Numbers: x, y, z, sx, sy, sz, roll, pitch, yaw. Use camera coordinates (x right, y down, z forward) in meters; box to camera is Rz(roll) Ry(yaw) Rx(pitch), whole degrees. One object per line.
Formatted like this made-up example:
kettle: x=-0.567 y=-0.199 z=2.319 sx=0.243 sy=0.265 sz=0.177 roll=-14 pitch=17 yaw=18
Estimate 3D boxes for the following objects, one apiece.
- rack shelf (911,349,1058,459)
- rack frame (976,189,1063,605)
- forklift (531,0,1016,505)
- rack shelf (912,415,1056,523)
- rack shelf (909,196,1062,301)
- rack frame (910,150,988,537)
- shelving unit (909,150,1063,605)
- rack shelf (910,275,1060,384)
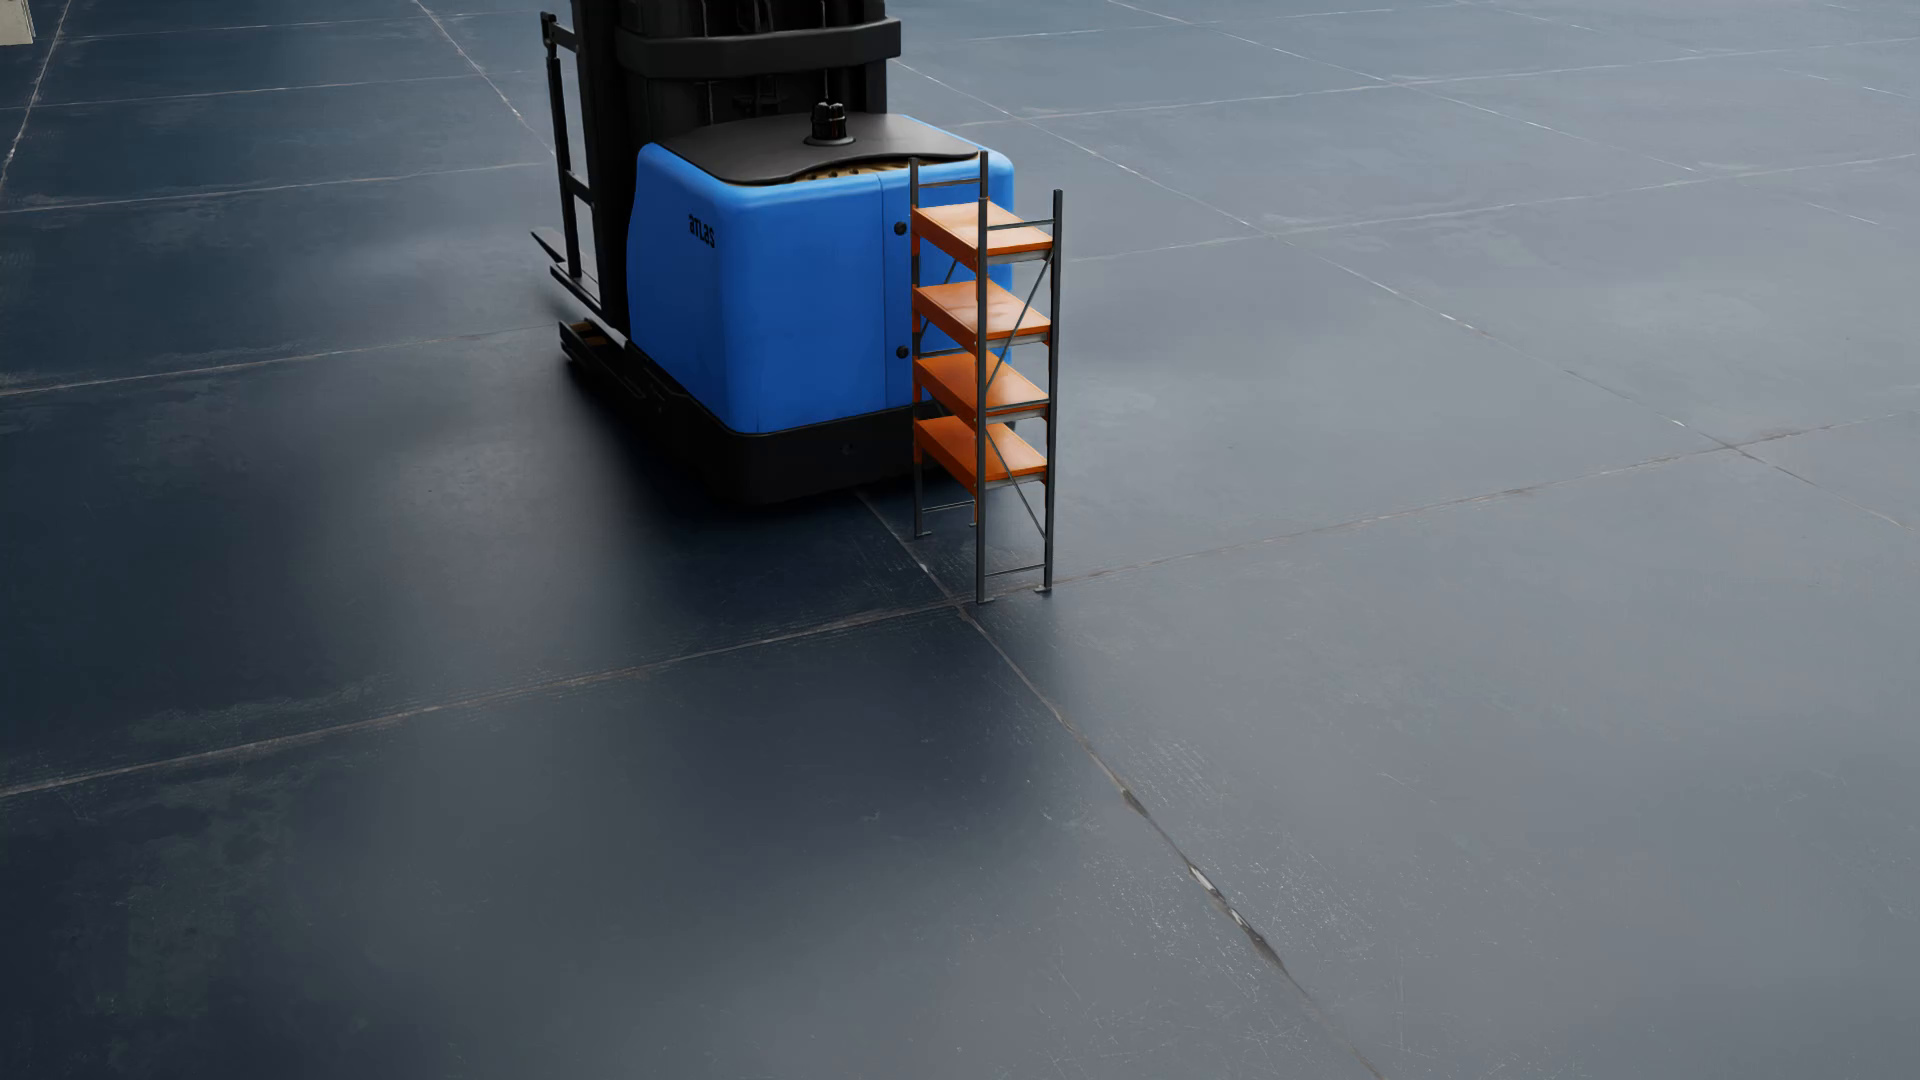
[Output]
rack shelf: x=0.065 y=-0.412 z=4.879 sx=0.258 sy=0.148 sz=0.480 roll=-11 pitch=28 yaw=-21
rack frame: x=0.160 y=-0.374 z=4.648 sx=0.240 sy=1.200 sz=0.015 roll=-11 pitch=28 yaw=-21
forklift: x=-0.957 y=-2.040 z=6.088 sx=1.130 sy=2.935 sz=3.031 roll=-13 pitch=29 yaw=-26
rack shelf: x=0.065 y=-0.233 z=4.967 sx=0.258 sy=0.148 sz=0.480 roll=-11 pitch=28 yaw=-21
rack shelf: x=0.065 y=-0.825 z=4.677 sx=0.258 sy=0.148 sz=0.480 roll=-11 pitch=28 yaw=-21
rack frame: x=-0.031 y=-0.571 z=5.052 sx=0.240 sy=1.200 sz=0.015 roll=-11 pitch=28 yaw=-21
shelving unit: x=0.065 y=-0.472 z=4.850 sx=0.258 sy=1.200 sz=0.503 roll=-11 pitch=28 yaw=-21
rack shelf: x=0.065 y=-0.613 z=4.781 sx=0.258 sy=0.148 sz=0.480 roll=-11 pitch=28 yaw=-21
